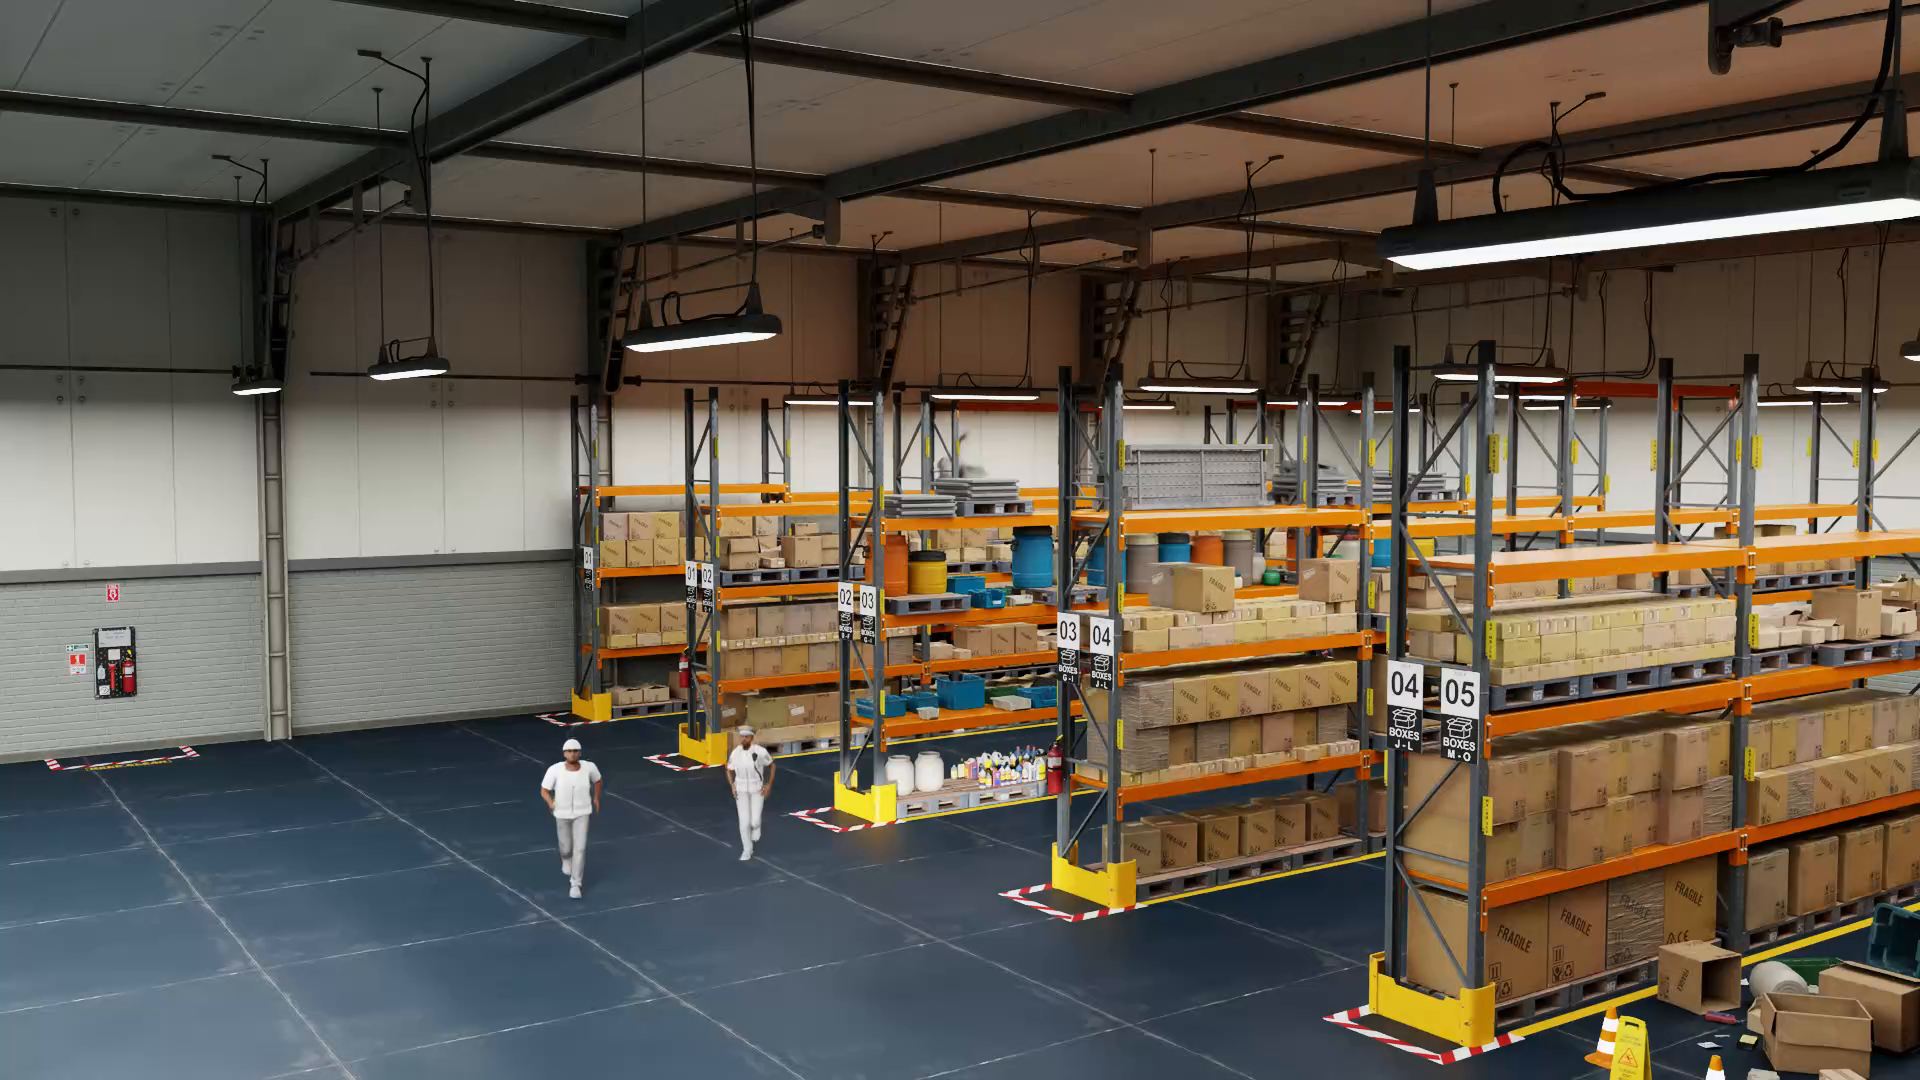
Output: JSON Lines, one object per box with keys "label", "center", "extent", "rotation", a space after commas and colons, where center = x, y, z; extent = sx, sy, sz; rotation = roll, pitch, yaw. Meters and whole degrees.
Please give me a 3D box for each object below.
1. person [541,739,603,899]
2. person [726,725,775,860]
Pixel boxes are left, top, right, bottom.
{"label": "person", "center": [-4.438, 3.145, 19.039], "extent": [0.696, 1.755, 0.934], "rotation": [-1, 4, -14]}
{"label": "person", "center": [-2.598, 3.105, 20.597], "extent": [0.603, 1.673, 0.576], "rotation": [0, 3, 3]}
